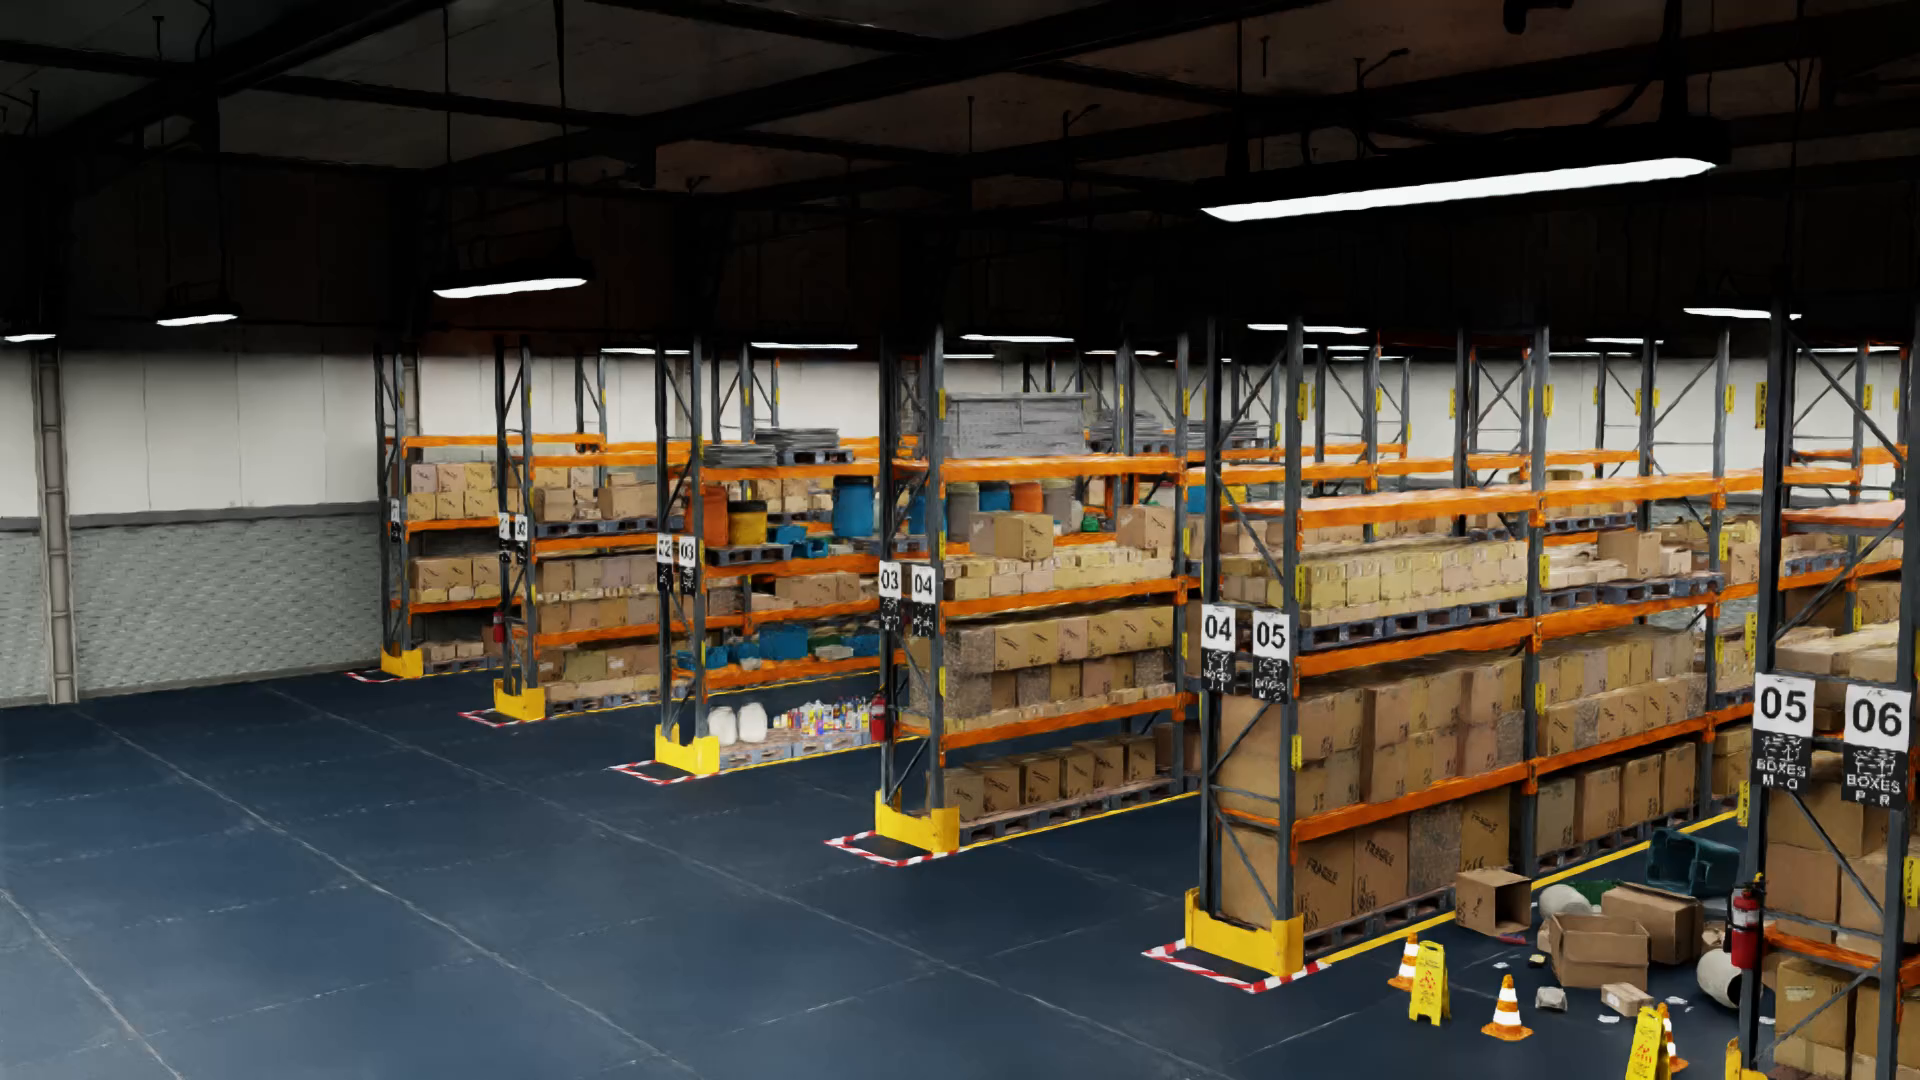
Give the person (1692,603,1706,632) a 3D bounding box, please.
[{"bbox_3d":[13.115,1.676,29.312,0.551,1.667,0.520,1,5,14],"label":"person"}]
